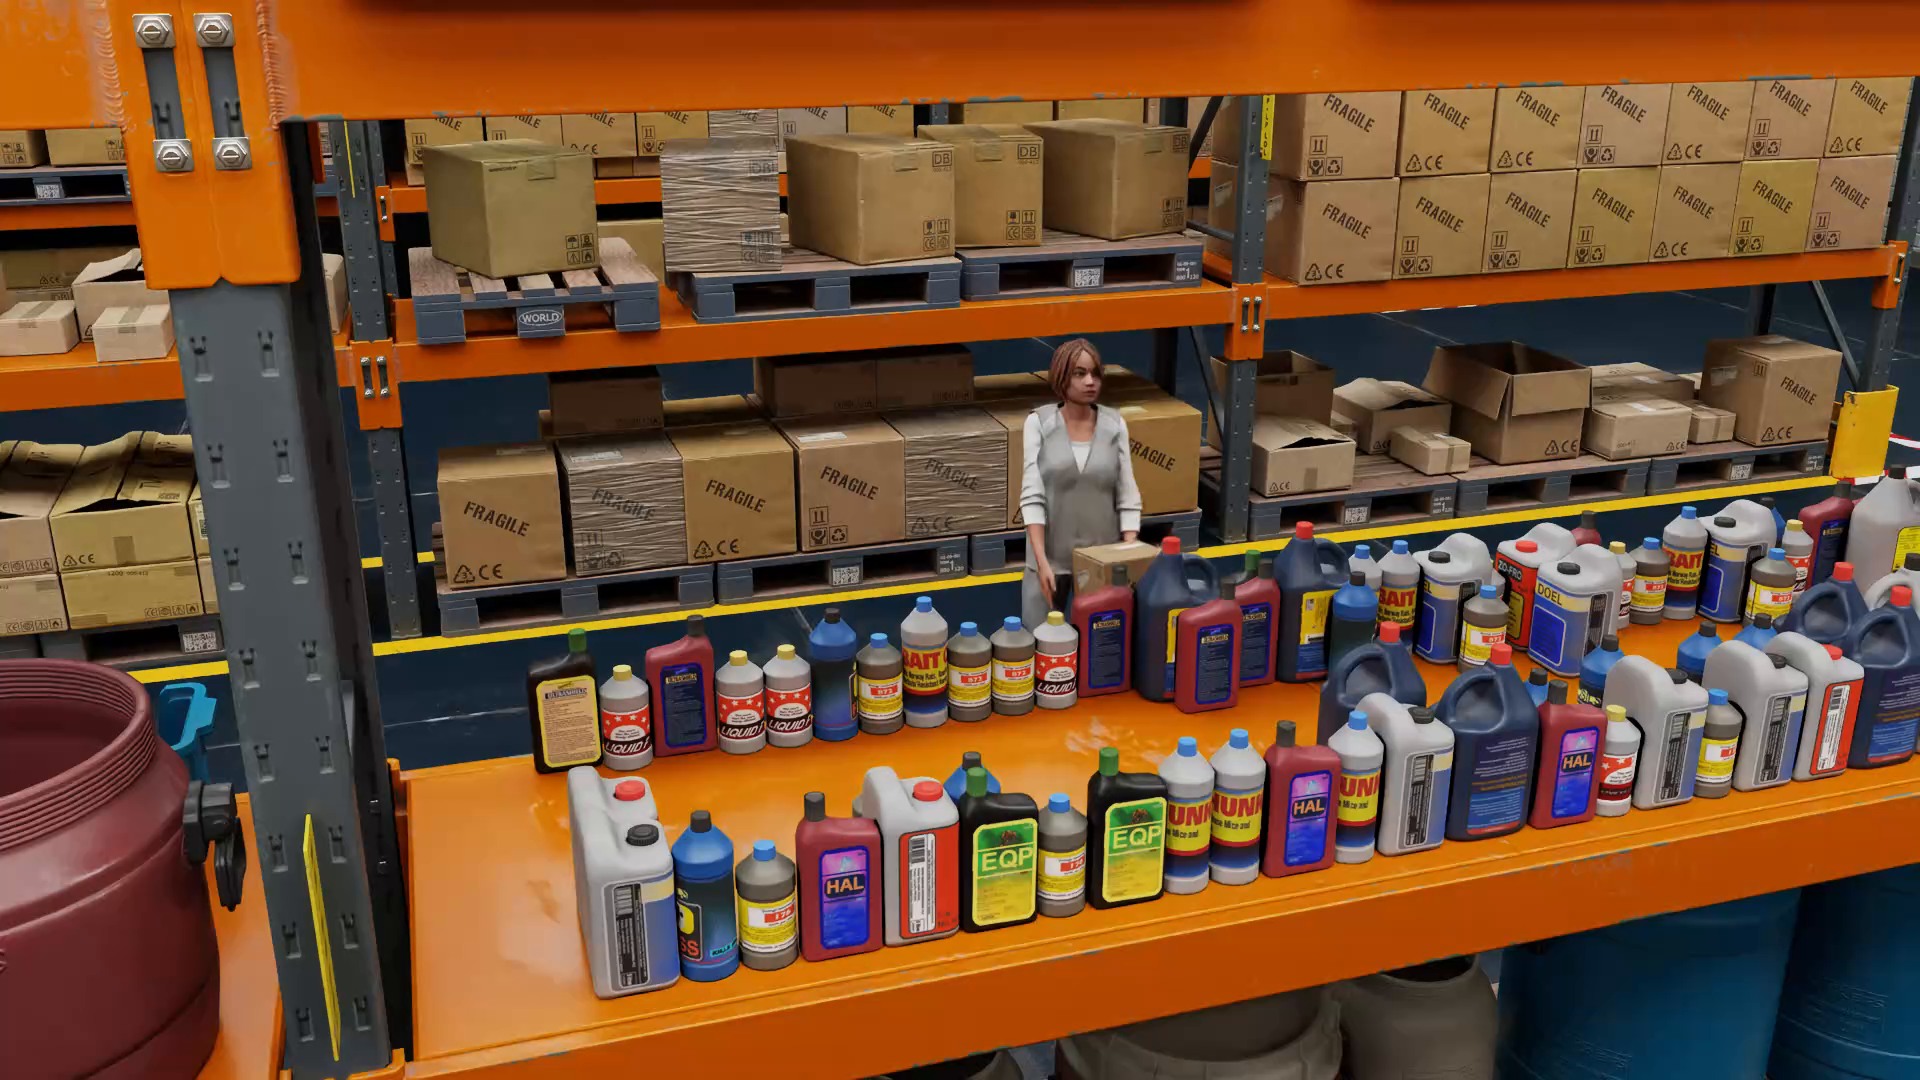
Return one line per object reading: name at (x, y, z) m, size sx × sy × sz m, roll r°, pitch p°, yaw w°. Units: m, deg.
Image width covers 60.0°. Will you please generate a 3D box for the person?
person at (0.407, 0.115, 5.746) m, size 0.444 × 1.599 × 0.442 m, roll -3°, pitch 20°, yaw -10°
